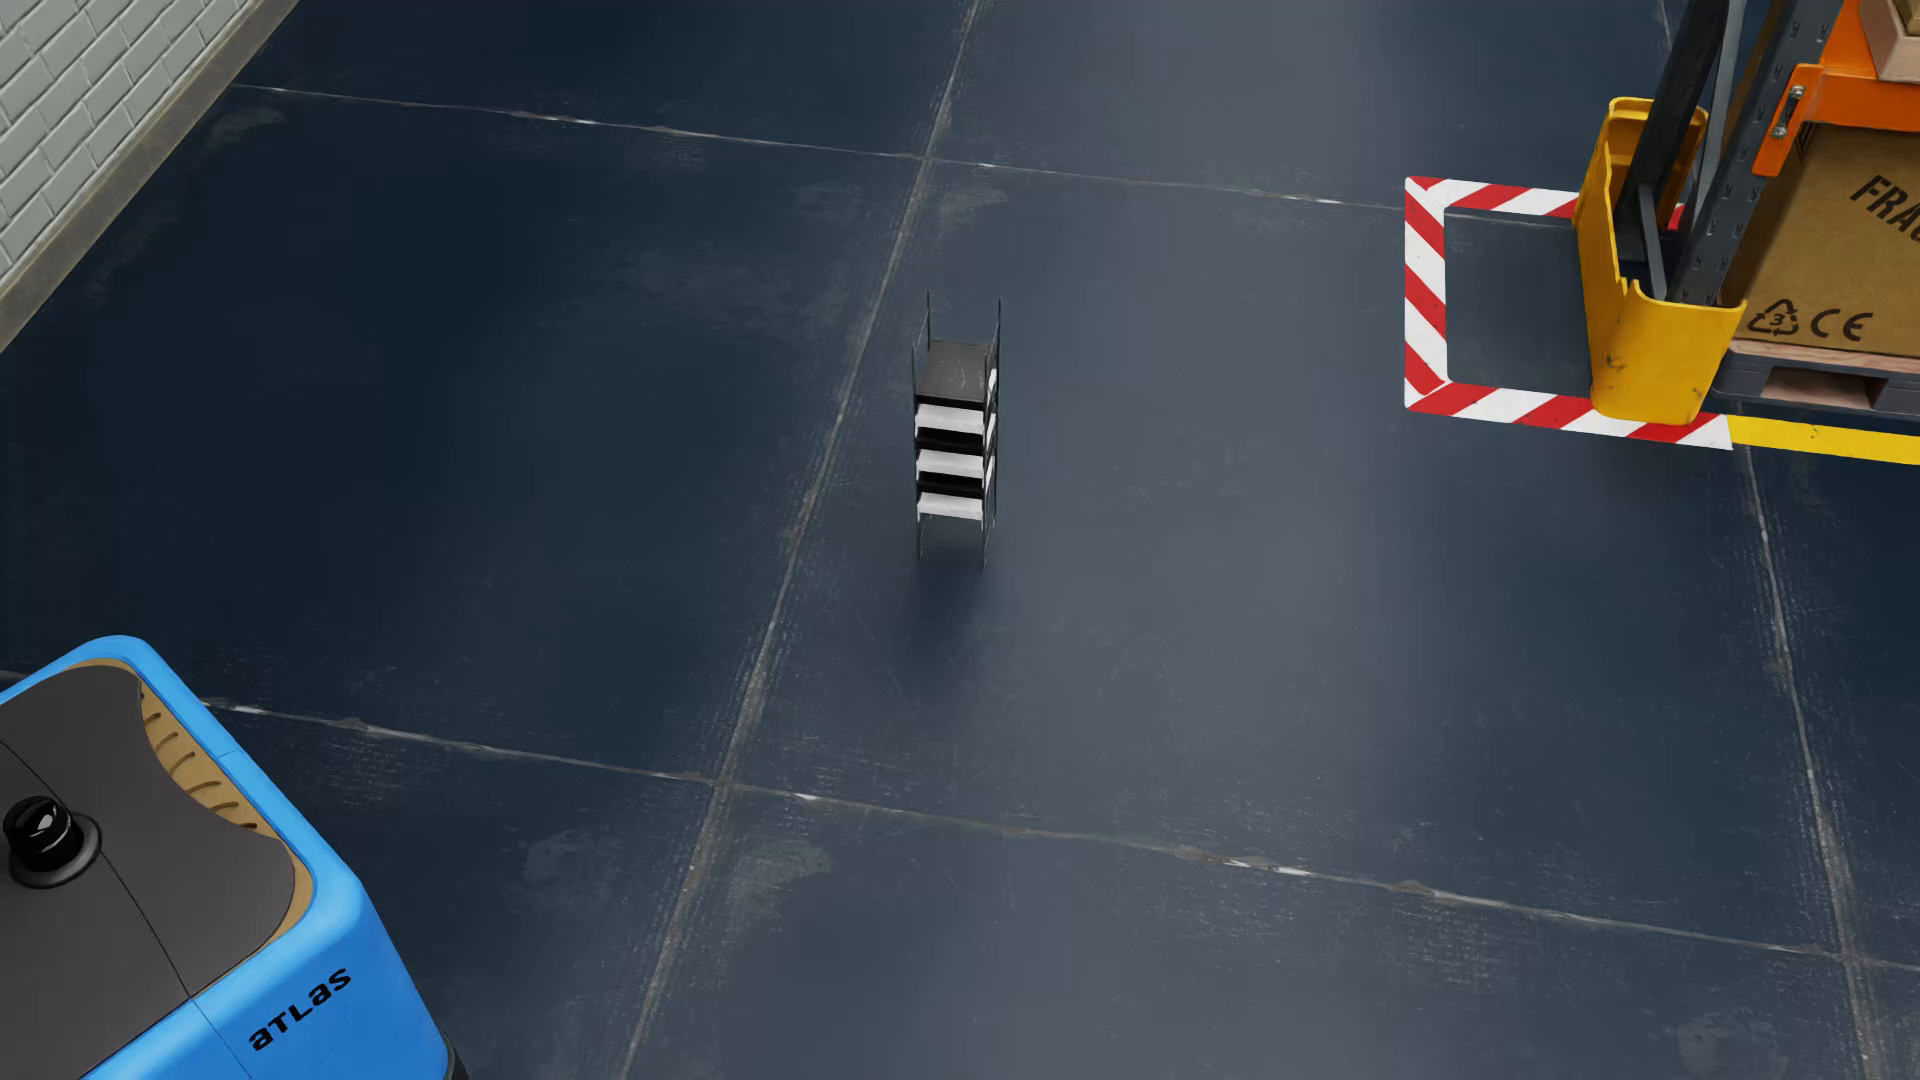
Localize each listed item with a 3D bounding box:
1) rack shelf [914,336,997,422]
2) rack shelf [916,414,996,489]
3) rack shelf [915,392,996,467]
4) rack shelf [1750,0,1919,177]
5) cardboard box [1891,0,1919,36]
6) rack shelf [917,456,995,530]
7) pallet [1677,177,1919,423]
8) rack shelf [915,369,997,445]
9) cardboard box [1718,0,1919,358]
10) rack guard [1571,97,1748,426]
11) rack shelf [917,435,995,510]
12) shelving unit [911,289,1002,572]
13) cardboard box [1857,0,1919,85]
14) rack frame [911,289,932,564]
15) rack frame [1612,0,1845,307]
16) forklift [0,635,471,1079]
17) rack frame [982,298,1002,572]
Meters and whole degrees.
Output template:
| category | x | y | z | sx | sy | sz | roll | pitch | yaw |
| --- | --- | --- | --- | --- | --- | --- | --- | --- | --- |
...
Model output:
| category | x | y | z | sx | sy | sz | roll | pitch | yaw |
| --- | --- | --- | --- | --- | --- | --- | --- | --- | --- |
| rack shelf | -0.008 | -0.460 | 4.740 | 0.200 | 0.077 | 0.258 | 8 | 49 | 7 |
| rack shelf | -0.008 | -0.280 | 4.941 | 0.200 | 0.077 | 0.258 | 8 | 49 | 7 |
| rack shelf | -0.008 | -0.340 | 4.874 | 0.200 | 0.077 | 0.258 | 8 | 49 | 7 |
| rack shelf | 4.406 | -1.320 | 4.904 | 4.000 | 0.370 | 1.077 | 8 | 49 | 7 |
| cardboard box | 2.862 | -1.614 | 4.584 | 0.500 | 0.250 | 0.500 | 7 | 48 | 6 |
| rack shelf | -0.008 | -0.159 | 5.075 | 0.200 | 0.077 | 0.258 | 8 | 49 | 7 |
| pallet | 3.238 | -0.845 | 5.867 | 1.213 | 0.211 | 1.003 | 8 | 49 | 7 |
| rack shelf | -0.008 | -0.400 | 4.807 | 0.200 | 0.077 | 0.258 | 8 | 49 | 7 |
| cardboard box | 3.082 | -1.230 | 5.484 | 0.875 | 0.875 | 0.875 | 8 | 49 | 7 |
| rack guard | 2.414 | -0.993 | 5.806 | 0.348 | 0.500 | 1.175 | 8 | 49 | 7 |
| rack shelf | -0.008 | -0.219 | 5.008 | 0.200 | 0.077 | 0.258 | 8 | 49 | 7 |
| shelving unit | -0.008 | -0.302 | 4.916 | 0.210 | 0.900 | 0.258 | 8 | 49 | 7 |
| cardboard box | 2.728 | -1.453 | 4.708 | 0.250 | 0.149 | 0.380 | 8 | 49 | 7 |
| rack frame | -0.108 | -0.315 | 4.928 | 0.006 | 0.900 | 0.240 | 8 | 49 | 7 |
| rack frame | 2.438 | -1.826 | 4.874 | 0.127 | 3.000 | 1.000 | 8 | 49 | 7 |
| forklift | -2.531 | 0.957 | 2.420 | 1.130 | 2.935 | 3.031 | 36 | 57 | 28 |
| rack frame | 0.092 | -0.288 | 4.904 | 0.006 | 0.900 | 0.240 | 8 | 49 | 7 |
